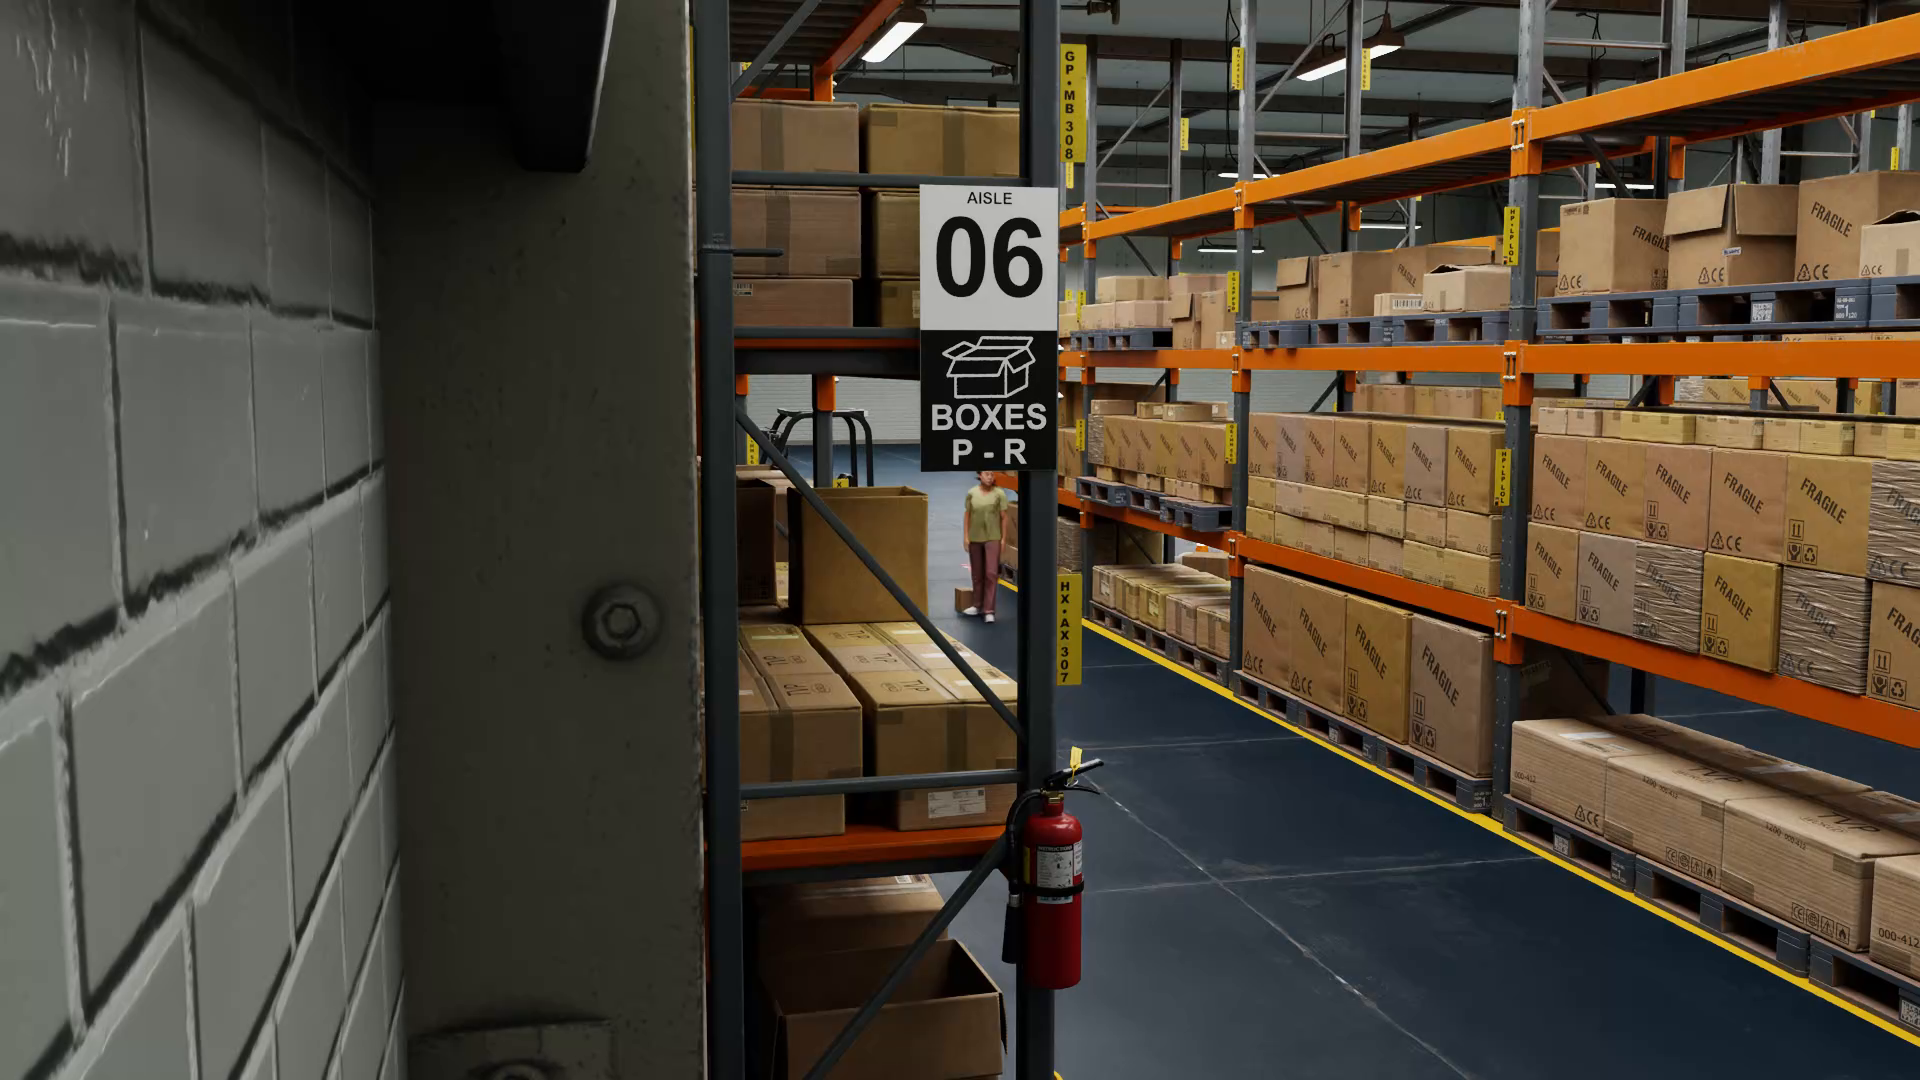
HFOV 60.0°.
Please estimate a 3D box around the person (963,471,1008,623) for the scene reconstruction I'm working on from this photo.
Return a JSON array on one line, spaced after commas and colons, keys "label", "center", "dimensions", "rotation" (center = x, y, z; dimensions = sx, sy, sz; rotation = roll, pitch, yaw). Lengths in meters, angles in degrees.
[{"label": "person", "center": [0.257, 0.008, 17.388], "dimensions": [0.479, 1.664, 0.570], "rotation": [1, 6, 13]}]
